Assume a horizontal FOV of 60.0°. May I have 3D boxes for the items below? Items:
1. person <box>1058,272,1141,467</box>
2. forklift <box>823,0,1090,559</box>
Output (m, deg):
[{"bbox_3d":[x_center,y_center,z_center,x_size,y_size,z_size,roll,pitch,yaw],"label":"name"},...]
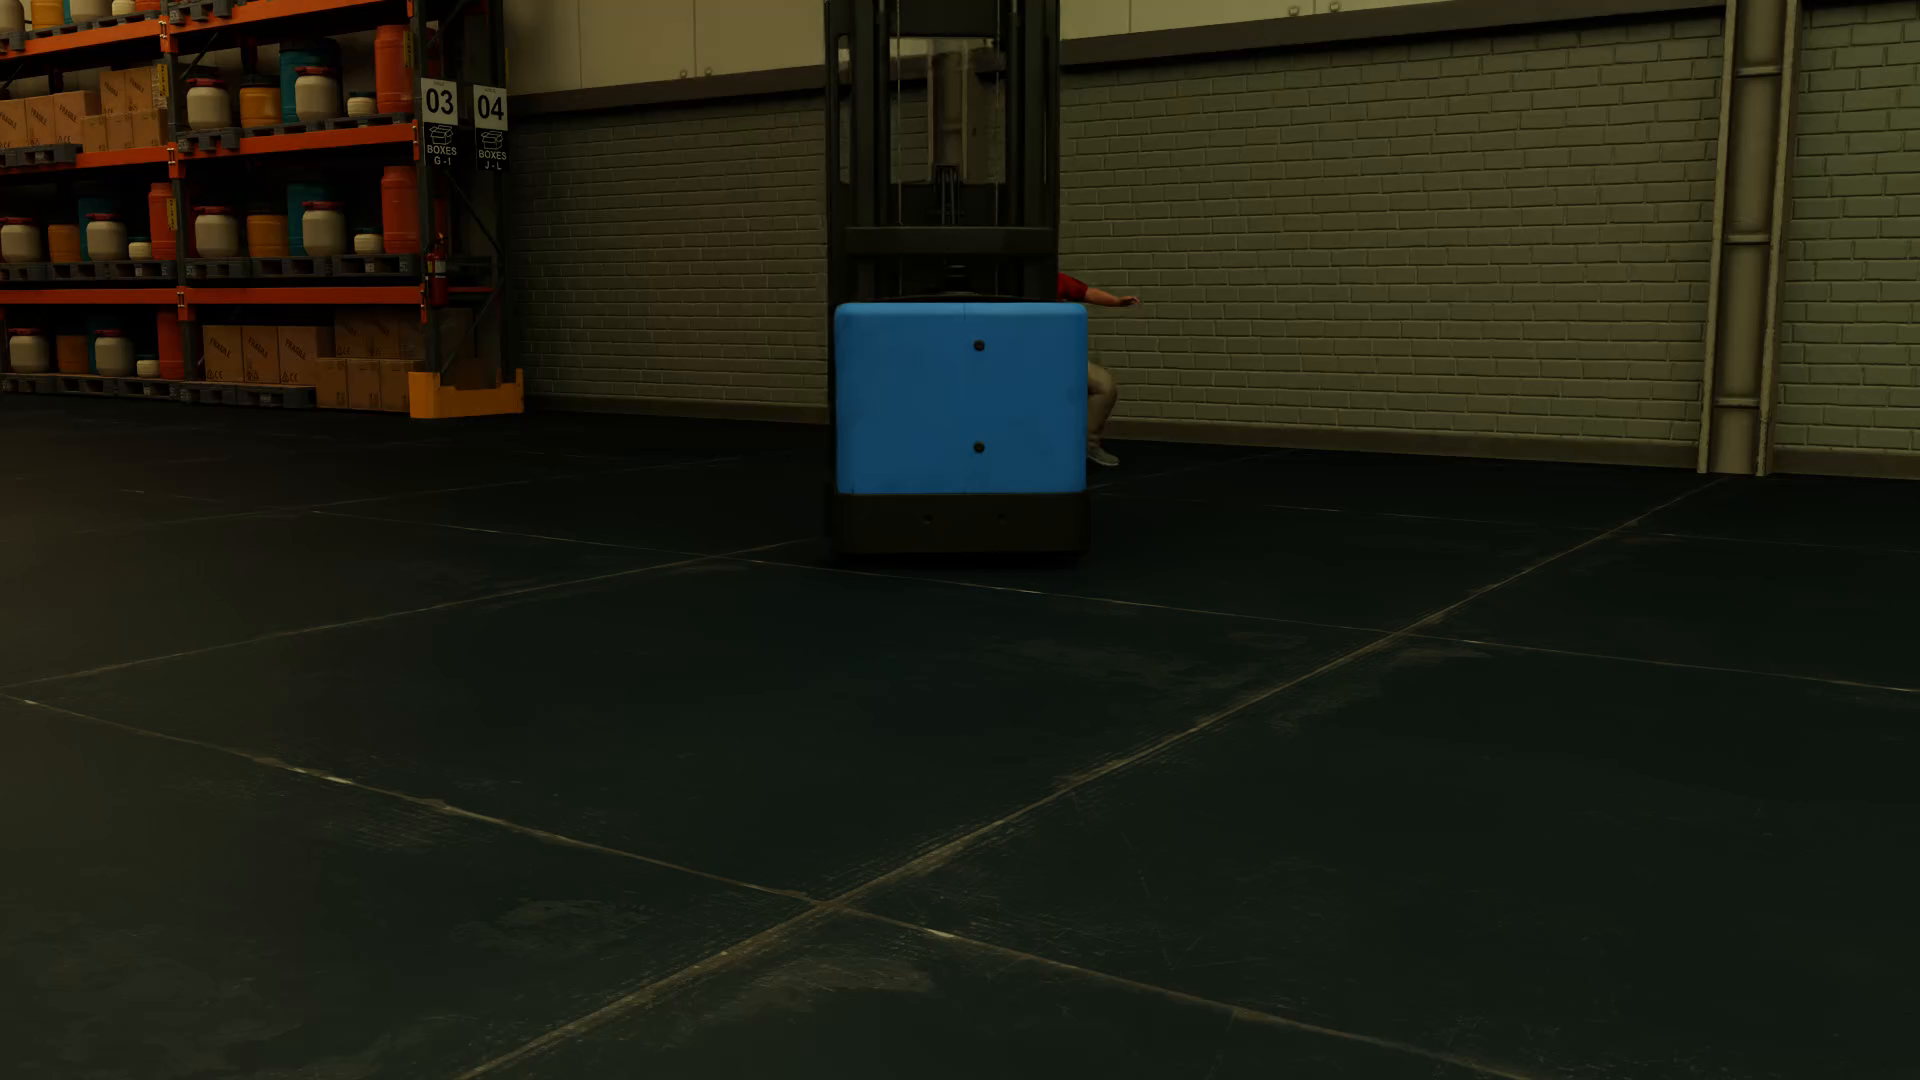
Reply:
[{"bbox_3d":[0.587,-1.173,10.508,1.108,1.493,0.710,-4,9,-27],"label":"person"},{"bbox_3d":[-0.102,-1.541,8.030,1.130,2.935,3.031,-1,8,-5],"label":"forklift"}]
